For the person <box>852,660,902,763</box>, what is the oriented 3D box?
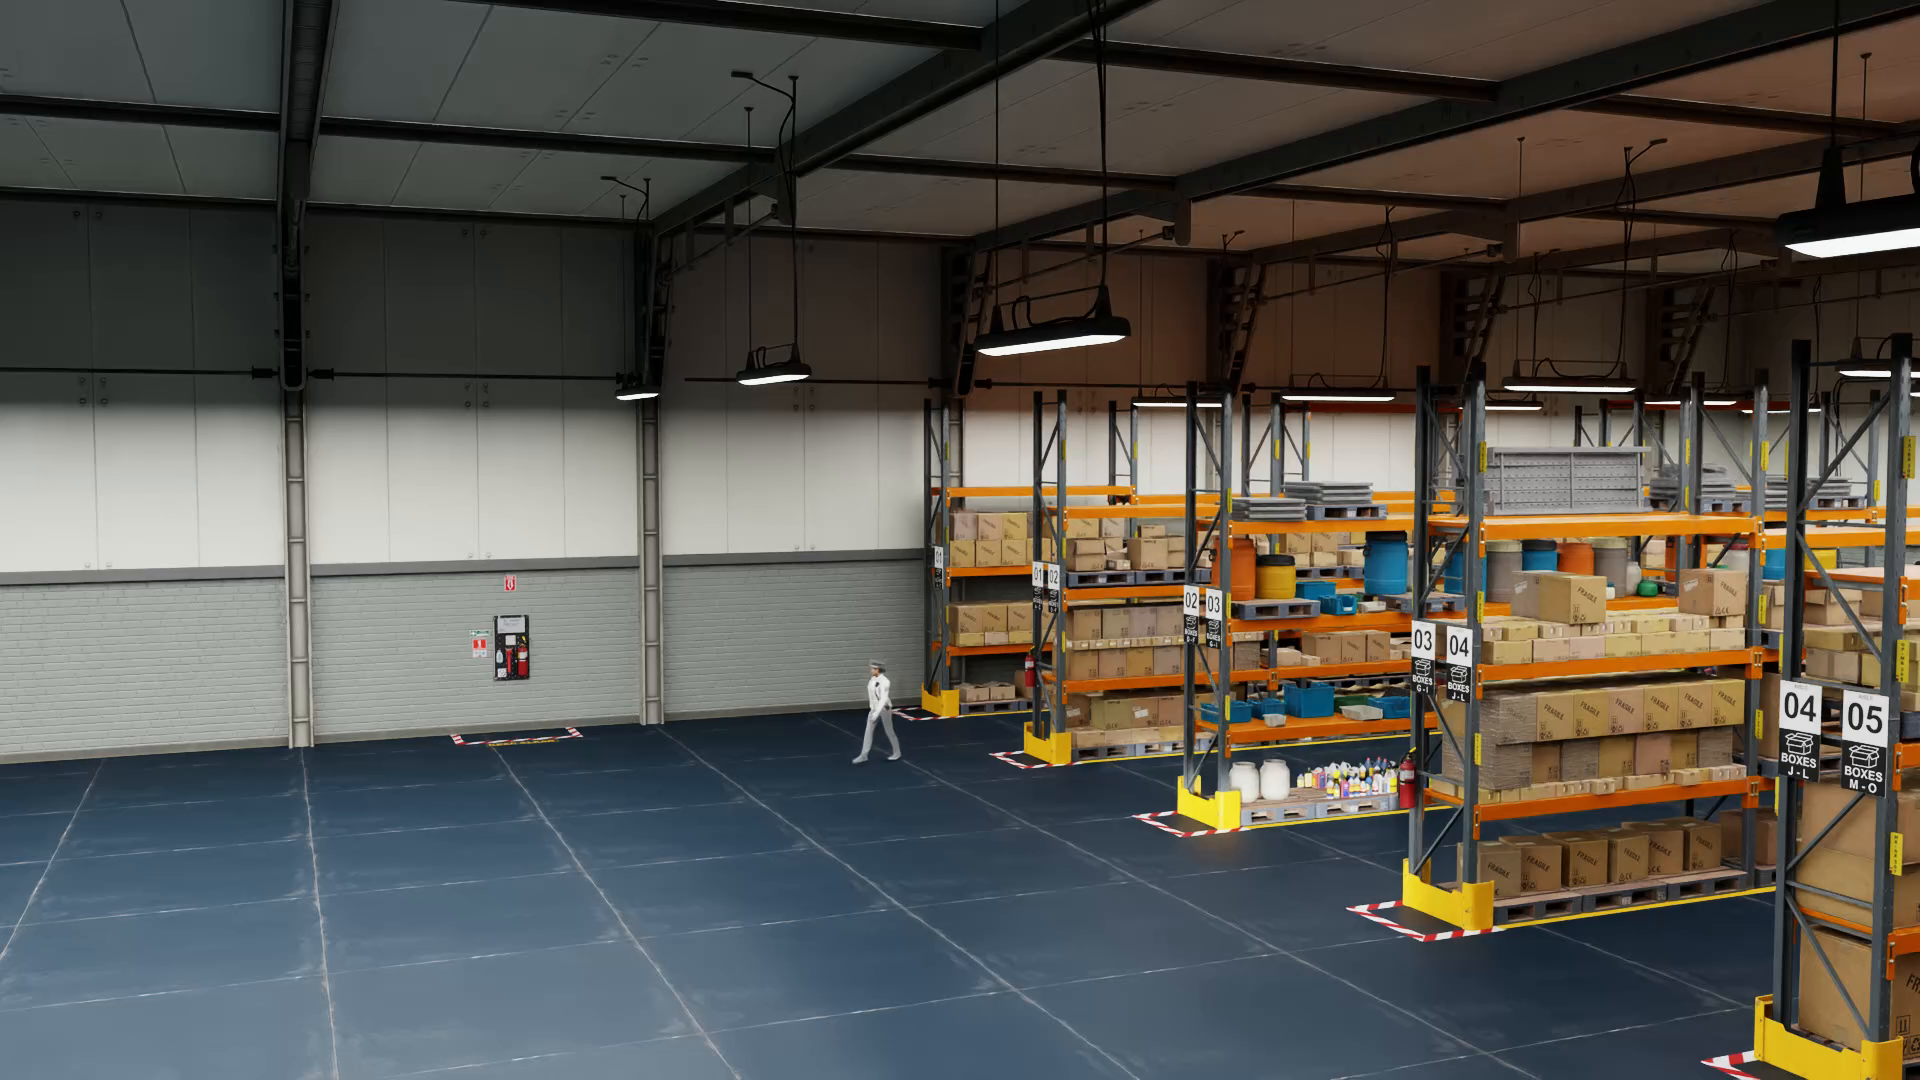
[{"bbox_3d":[-1.341,2.751,26.752,0.923,1.631,0.514,-3,5,-42],"label":"person"}]
